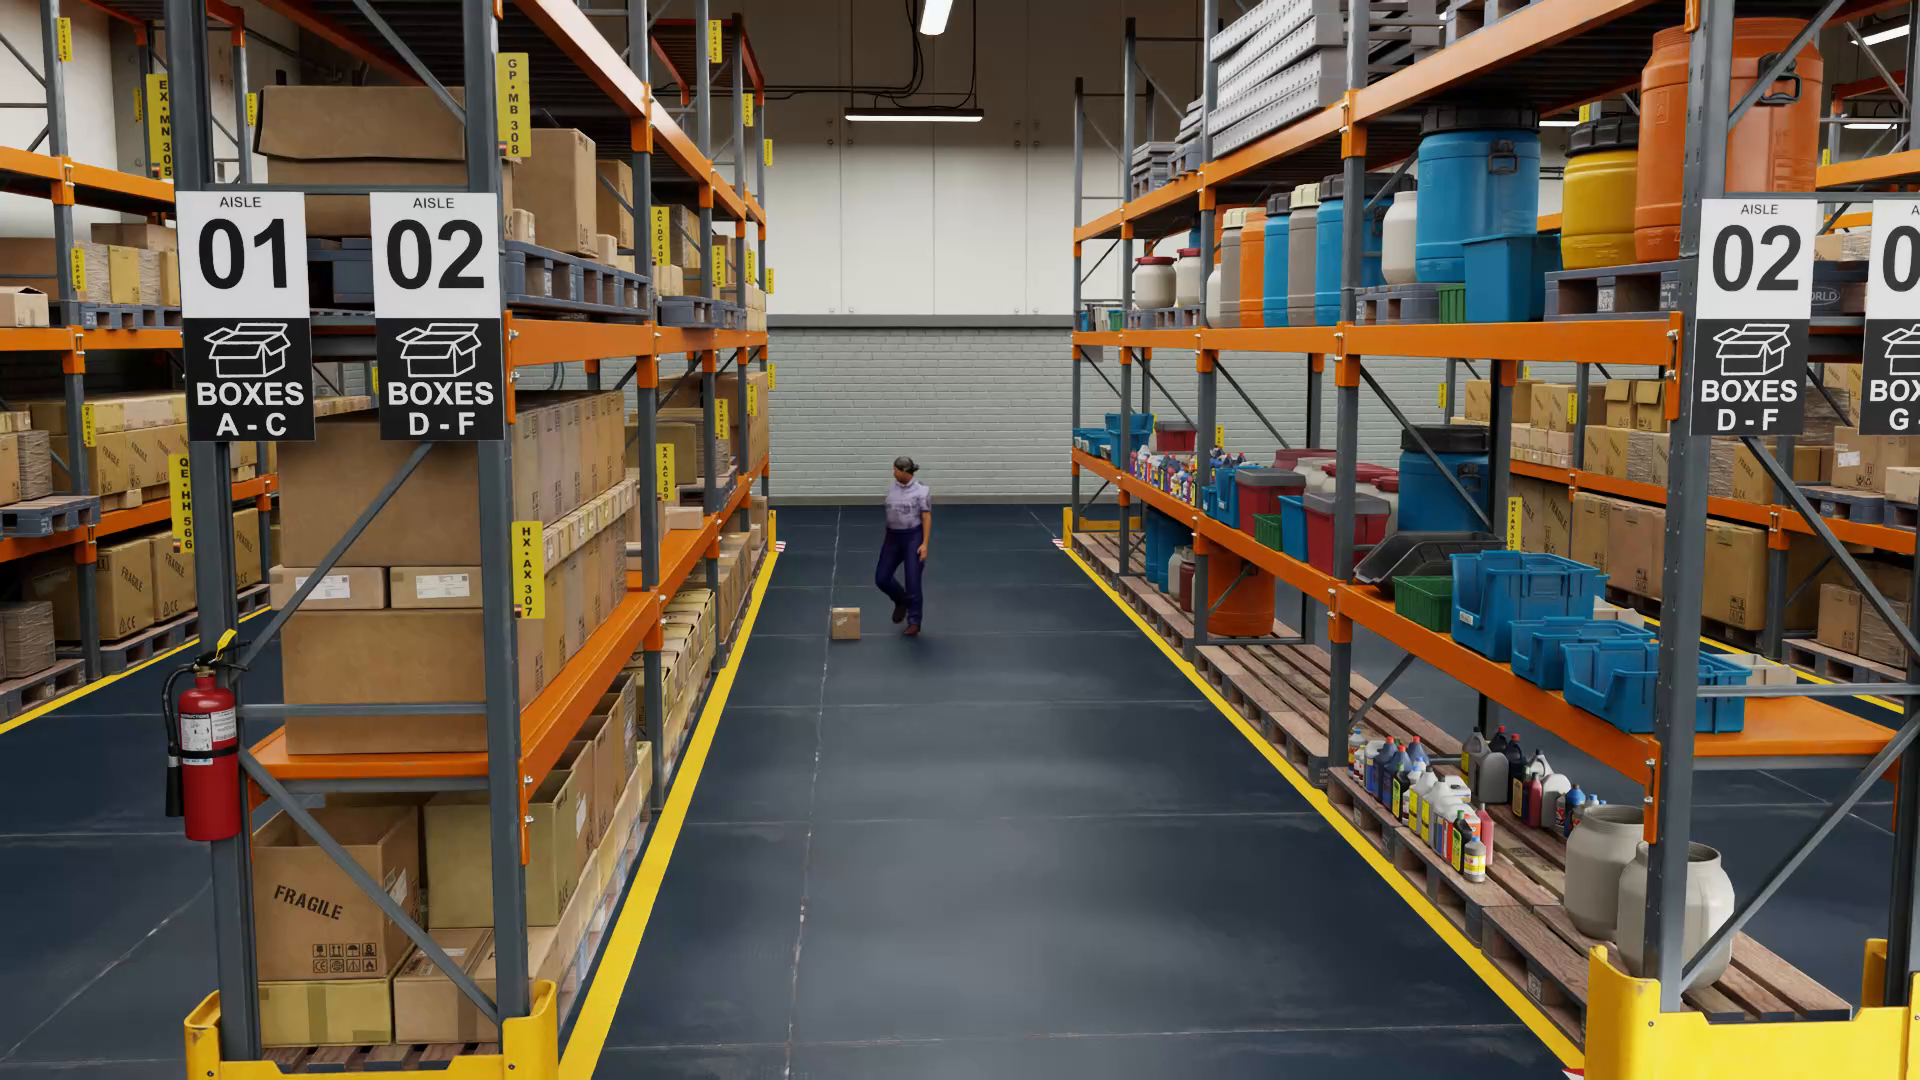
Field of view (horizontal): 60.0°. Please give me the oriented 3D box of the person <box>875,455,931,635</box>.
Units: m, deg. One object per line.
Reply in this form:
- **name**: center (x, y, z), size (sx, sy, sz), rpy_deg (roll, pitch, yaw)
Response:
- **person**: center (-0.482, 0.030, 15.420), size (0.524, 1.635, 0.572), rpy_deg (4, 8, 29)
